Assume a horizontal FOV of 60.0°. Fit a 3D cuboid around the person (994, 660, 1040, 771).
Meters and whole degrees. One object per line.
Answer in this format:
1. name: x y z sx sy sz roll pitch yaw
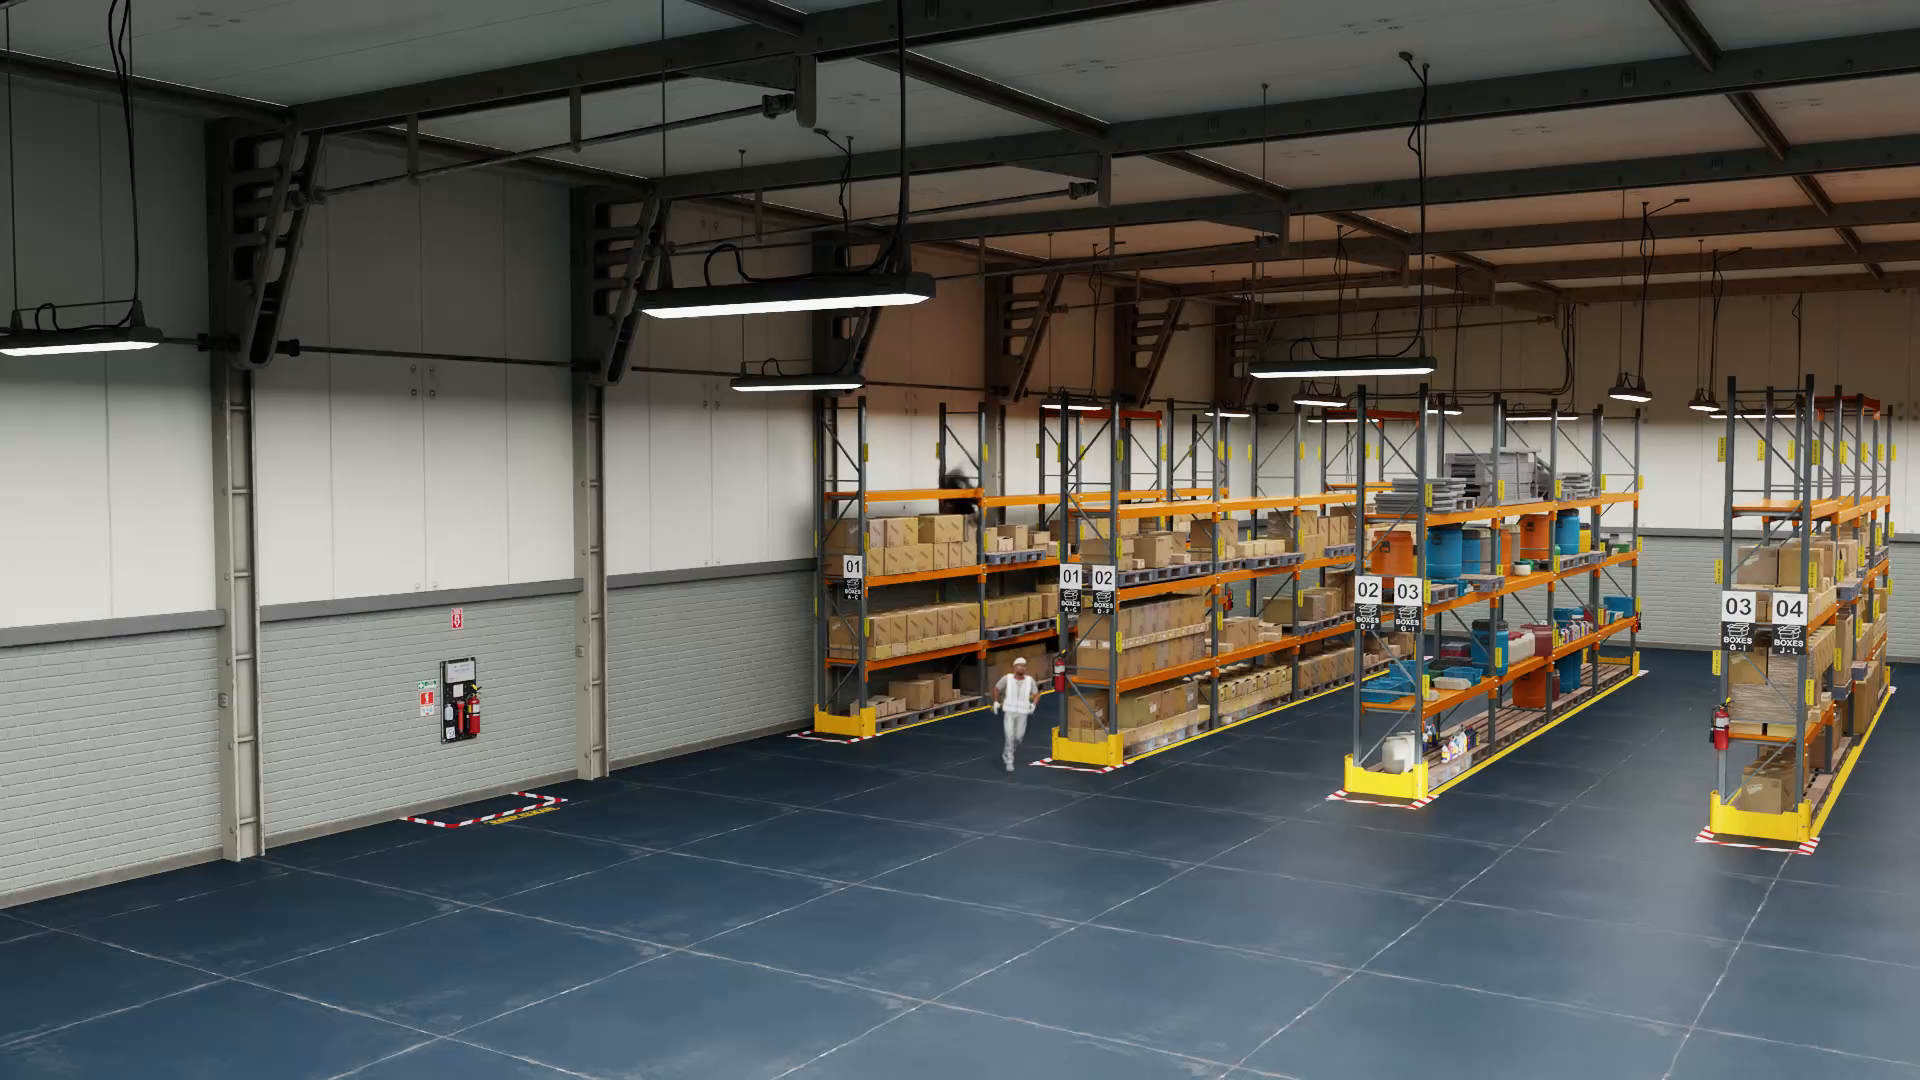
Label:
1. person: 0.913 2.767 26.300 0.743 1.724 0.532 0 3 -5
